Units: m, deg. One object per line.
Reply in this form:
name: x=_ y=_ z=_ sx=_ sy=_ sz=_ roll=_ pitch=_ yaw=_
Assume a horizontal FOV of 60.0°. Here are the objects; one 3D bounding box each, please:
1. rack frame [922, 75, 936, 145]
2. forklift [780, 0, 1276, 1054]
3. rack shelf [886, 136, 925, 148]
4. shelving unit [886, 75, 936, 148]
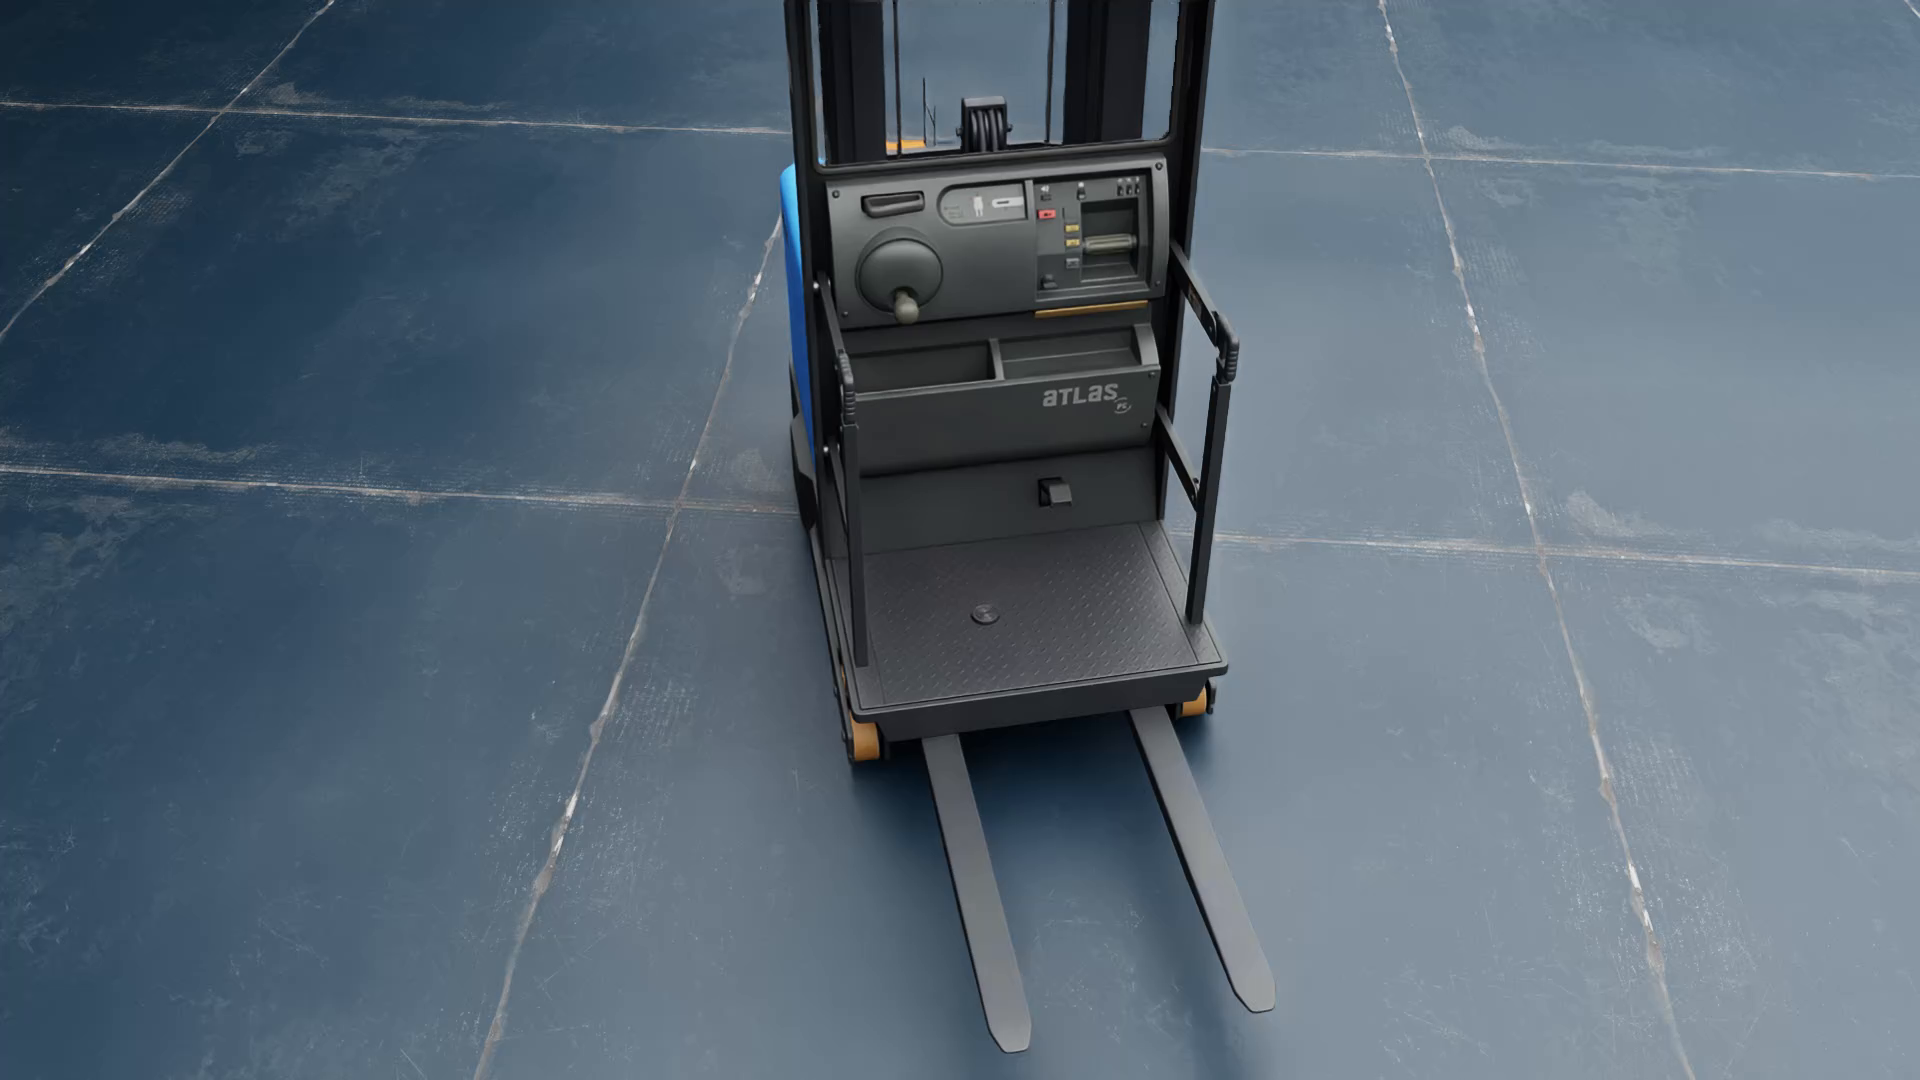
rack frame: x=-0.109 y=-1.100 z=6.151 sx=0.006 sy=1.200 sz=0.240 roll=-7 pitch=40 yaw=-8
forklift: x=0.152 y=-0.734 z=4.330 sx=1.130 sy=2.935 sz=3.031 roll=-7 pitch=40 yaw=-8
rack shelf: x=-0.199 y=-1.335 z=5.939 sx=0.180 sy=0.103 sz=0.258 roll=-7 pitch=40 yaw=-8
shelving unit: x=-0.198 y=-1.089 z=6.138 sx=0.189 sy=1.200 sz=0.258 roll=-7 pitch=40 yaw=-8
